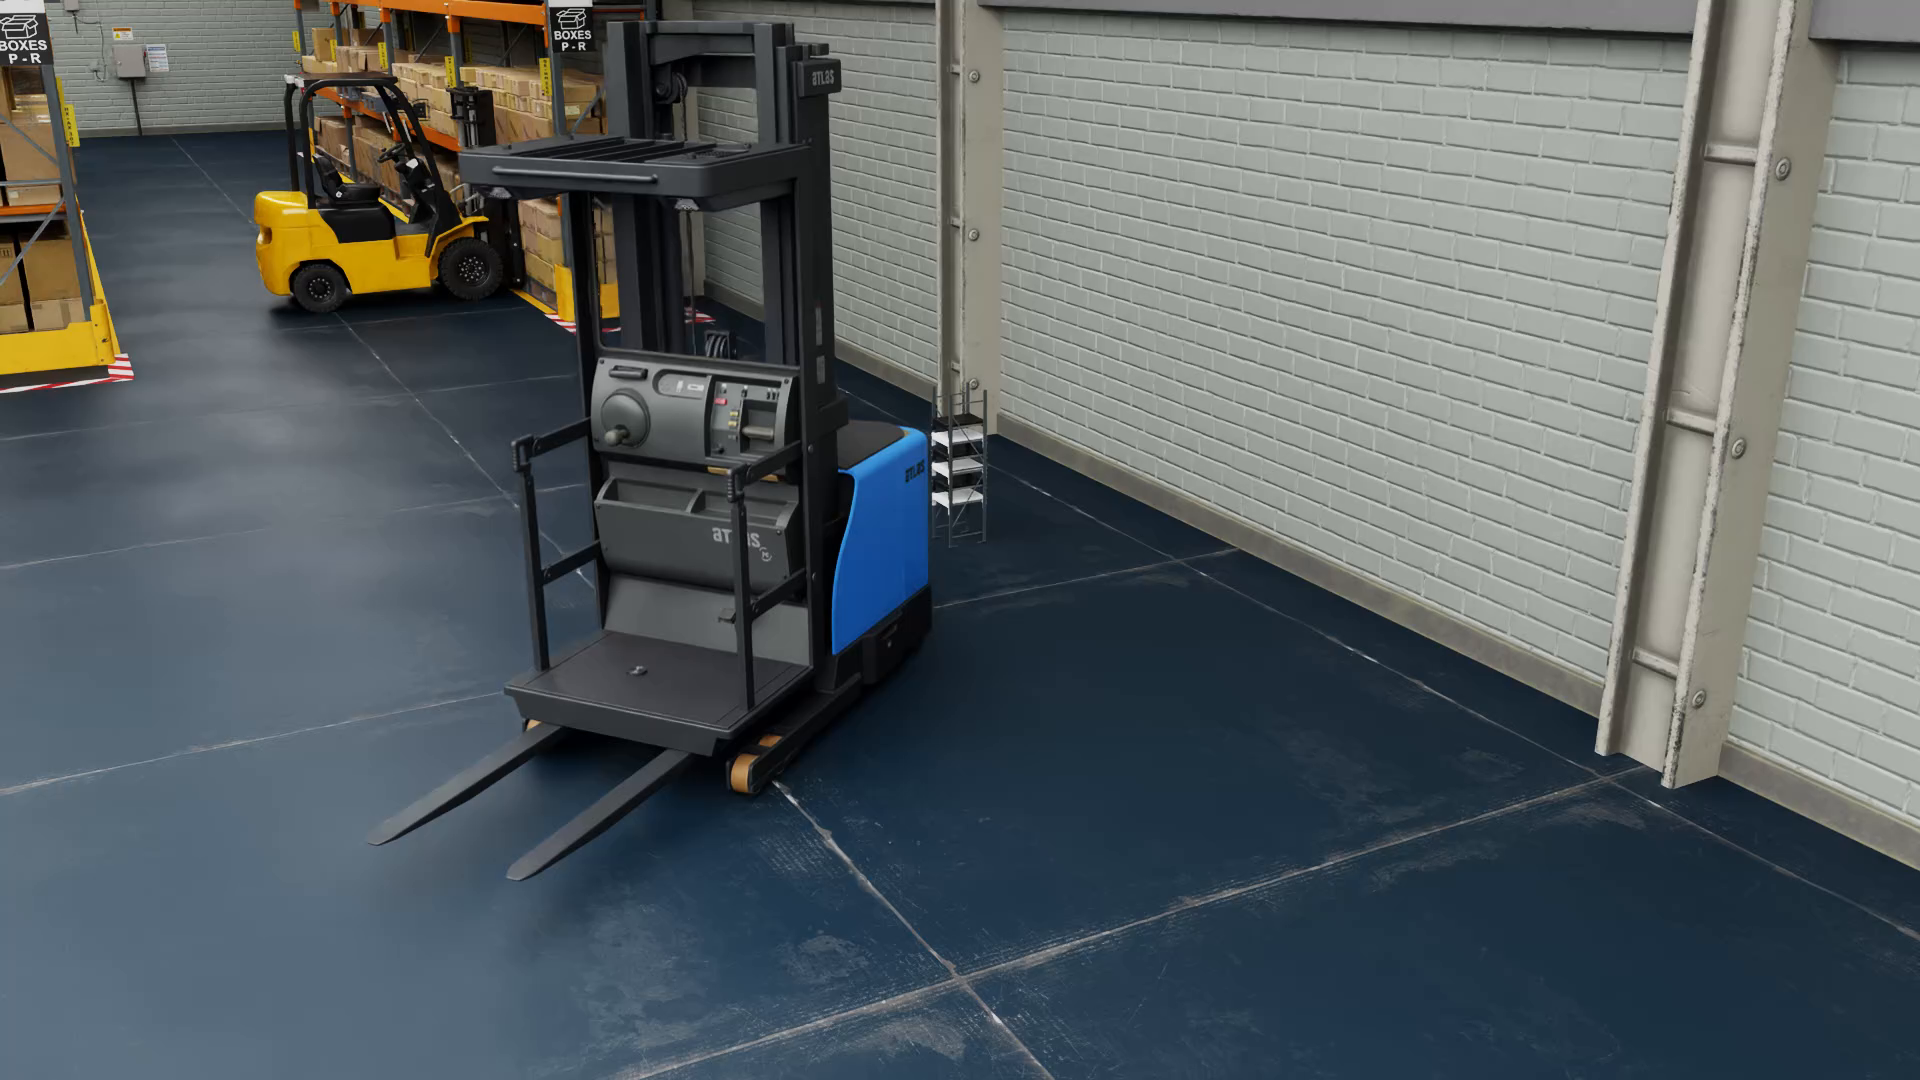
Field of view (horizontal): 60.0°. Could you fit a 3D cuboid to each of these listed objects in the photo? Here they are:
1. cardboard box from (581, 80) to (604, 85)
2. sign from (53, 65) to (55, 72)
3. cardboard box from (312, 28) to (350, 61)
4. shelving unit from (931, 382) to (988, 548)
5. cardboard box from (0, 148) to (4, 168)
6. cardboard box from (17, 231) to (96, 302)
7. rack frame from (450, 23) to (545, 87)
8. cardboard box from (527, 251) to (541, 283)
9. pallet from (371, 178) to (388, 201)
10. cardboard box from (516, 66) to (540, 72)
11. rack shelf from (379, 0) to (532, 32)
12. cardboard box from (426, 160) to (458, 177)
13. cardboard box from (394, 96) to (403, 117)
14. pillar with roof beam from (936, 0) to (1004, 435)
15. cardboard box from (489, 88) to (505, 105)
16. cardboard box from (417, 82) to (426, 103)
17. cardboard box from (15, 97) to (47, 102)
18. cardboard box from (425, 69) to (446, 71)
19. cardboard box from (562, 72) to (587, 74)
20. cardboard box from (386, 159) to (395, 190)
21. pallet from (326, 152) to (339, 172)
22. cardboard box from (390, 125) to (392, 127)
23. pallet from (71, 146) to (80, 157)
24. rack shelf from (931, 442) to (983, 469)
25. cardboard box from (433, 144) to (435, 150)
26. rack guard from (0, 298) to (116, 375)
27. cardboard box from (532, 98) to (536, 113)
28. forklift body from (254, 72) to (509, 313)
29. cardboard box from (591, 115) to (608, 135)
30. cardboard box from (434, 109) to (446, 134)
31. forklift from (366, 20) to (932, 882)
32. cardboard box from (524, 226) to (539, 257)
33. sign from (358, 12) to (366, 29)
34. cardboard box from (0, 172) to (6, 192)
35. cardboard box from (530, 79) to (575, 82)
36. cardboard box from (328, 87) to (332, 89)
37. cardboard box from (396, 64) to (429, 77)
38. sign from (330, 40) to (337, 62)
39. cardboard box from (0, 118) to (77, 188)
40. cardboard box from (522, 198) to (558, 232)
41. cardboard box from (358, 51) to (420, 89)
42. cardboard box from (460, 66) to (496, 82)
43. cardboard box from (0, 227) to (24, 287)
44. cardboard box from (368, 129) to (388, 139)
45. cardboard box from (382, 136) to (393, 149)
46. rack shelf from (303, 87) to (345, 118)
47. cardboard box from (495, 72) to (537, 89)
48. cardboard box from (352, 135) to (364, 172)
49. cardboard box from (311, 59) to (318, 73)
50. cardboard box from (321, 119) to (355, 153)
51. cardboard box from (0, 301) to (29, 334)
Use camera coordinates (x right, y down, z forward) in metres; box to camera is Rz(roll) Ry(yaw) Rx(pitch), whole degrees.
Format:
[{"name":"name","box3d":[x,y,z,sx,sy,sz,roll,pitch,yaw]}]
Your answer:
[{"name":"cardboard box","box3d":[-3.452,-4.375,16.107,0.380,0.149,0.250,-10,21,-26]},{"name":"sign","box3d":[-10.940,-5.720,19.956,0.100,0.325,0.005,-10,21,-27]},{"name":"cardboard box","box3d":[-10.155,-8.012,26.875,0.500,0.500,0.500,-9,21,-25]},{"name":"shelving unit","box3d":[-0.004,-0.428,9.491,0.258,0.900,0.210,-10,21,-27]},{"name":"cardboard box","box3d":[-8.807,-3.565,14.755,0.500,0.500,0.500,-10,21,-26]},{"name":"cardboard box","box3d":[-7.766,-2.361,14.298,0.500,0.500,0.500,-11,22,-28]},{"name":"rack frame","box3d":[-5.148,-4.745,18.784,1.000,3.000,0.127,-10,21,-27]},{"name":"cardboard box","box3d":[-3.977,-2.726,16.504,0.500,0.250,0.500,-10,21,-27]},{"name":"pallet","box3d":[-7.944,-5.145,24.219,1.003,0.211,1.213,-10,21,-27]},{"name":"cardboard box","box3d":[-4.647,-5.116,18.256,0.380,0.149,0.250,-11,22,-28]},{"name":"rack shelf","box3d":[-6.097,-6.397,20.076,1.077,0.370,4.000,-10,21,-27]},{"name":"cardboard box","box3d":[-6.126,-4.409,20.806,0.875,0.625,0.625,-11,22,-29]},{"name":"cardboard box","box3d":[-7.051,-5.657,21.658,0.500,0.250,0.500,-10,21,-26]},{"name":"pillar with roof beam","box3d":[-3.725,-4.383,8.538,9.100,9.000,0.400,-10,21,-27]},{"name":"cardboard box","box3d":[-4.645,-4.595,17.201,0.380,0.149,0.250,-11,22,-28]},{"name":"cardboard box","box3d":[-6.317,-5.454,20.302,0.500,0.250,0.500,-10,21,-26]},{"name":"cardboard box","box3d":[-8.834,-3.927,15.805,0.500,0.500,0.500,-9,21,-25]},{"name":"cardboard box","box3d":[-6.324,-5.682,20.351,0.380,0.149,0.250,-10,21,-27]},{"name":"cardboard box","box3d":[-4.058,-4.745,17.179,0.380,0.149,0.250,-9,21,-25]},{"name":"cardboard box","box3d":[-7.665,-5.144,23.128,0.500,0.500,0.500,-10,22,-27]},{"name":"pallet","box3d":[-9.855,-6.271,27.483,1.003,0.211,1.213,-10,21,-27]},{"name":"cardboard box","box3d":[-8.518,-6.304,25.496,0.380,0.149,0.250,-11,22,-29]},{"name":"pallet","box3d":[-9.749,-4.126,17.286,1.003,0.211,1.213,-10,21,-27]},{"name":"rack shelf","box3d":[-0.004,-0.481,9.473,0.258,0.077,0.200,-10,21,-27]},{"name":"cardboard box","box3d":[-7.123,-5.495,23.152,0.380,0.149,0.250,-9,21,-25]},{"name":"rack guard","box3d":[-7.651,-1.667,13.696,1.175,0.500,0.348,-10,21,-27]},{"name":"cardboard box","box3d":[-3.876,-4.160,15.940,0.380,0.149,0.250,-10,21,-26]},{"name":"forklift body","box3d":[-5.754,-3.457,16.354,2.313,2.155,1.214,-10,21,-27]},{"name":"cardboard box","box3d":[-3.239,-3.829,15.977,0.500,0.500,0.500,-9,21,-25]},{"name":"cardboard box","box3d":[-5.861,-4.922,19.526,0.500,0.250,0.500,-10,21,-27]},{"name":"forklift","box3d":[-1.191,-0.521,6.648,1.130,2.935,3.031,8,21,22]},{"name":"cardboard box","box3d":[-3.983,-2.969,16.442,0.500,0.250,0.500,-10,22,-27]},{"name":"sign","box3d":[-10.348,-8.967,28.759,0.100,0.325,0.005,-10,21,-27]},{"name":"cardboard box","box3d":[-8.448,-3.079,14.342,0.380,0.149,0.250,-10,21,-26]},{"name":"cardboard box","box3d":[-3.949,-4.381,16.127,0.380,0.149,0.250,-10,21,-26]},{"name":"cardboard box","box3d":[-9.854,-7.266,26.475,0.380,0.149,0.250,-10,22,-27]},{"name":"cardboard box","box3d":[-7.027,-6.034,21.371,0.380,0.149,0.250,-9,21,-25]},{"name":"sign","box3d":[-9.420,-7.365,25.049,0.100,0.325,0.005,-10,21,-27]},{"name":"cardboard box","box3d":[-7.595,-3.194,13.679,0.500,0.500,0.500,-10,22,-27]},{"name":"cardboard box","box3d":[-3.989,-3.198,16.339,0.500,0.250,0.500,-10,21,-26]},{"name":"cardboard box","box3d":[-7.985,-6.581,23.302,0.797,0.503,0.637,-11,22,-28]},{"name":"cardboard box","box3d":[-5.257,-5.102,18.215,0.380,0.149,0.250,-10,21,-26]},{"name":"cardboard box","box3d":[-8.475,-2.419,14.465,0.500,0.500,0.500,-9,21,-25]},{"name":"cardboard box","box3d":[-8.537,-6.005,24.629,0.380,0.149,0.250,-10,22,-28]},{"name":"cardboard box","box3d":[-7.952,-5.630,23.542,0.380,0.149,0.250,-10,22,-27]},{"name":"rack shelf","box3d":[-9.896,-7.276,27.221,1.077,0.370,4.000,-10,21,-27]},{"name":"cardboard box","box3d":[-4.576,-4.745,17.179,0.380,0.149,0.250,-10,21,-27]},{"name":"cardboard box","box3d":[-8.915,-5.885,25.276,0.500,0.500,0.500,-9,21,-24]},{"name":"cardboard box","box3d":[-10.384,-7.798,27.405,0.500,0.250,0.500,-10,22,-28]},{"name":"cardboard box","box3d":[-10.267,-6.765,27.827,0.700,0.500,0.500,-9,21,-24]},{"name":"cardboard box","box3d":[-8.247,-1.923,14.177,0.500,0.250,0.500,-10,21,-27]}]
